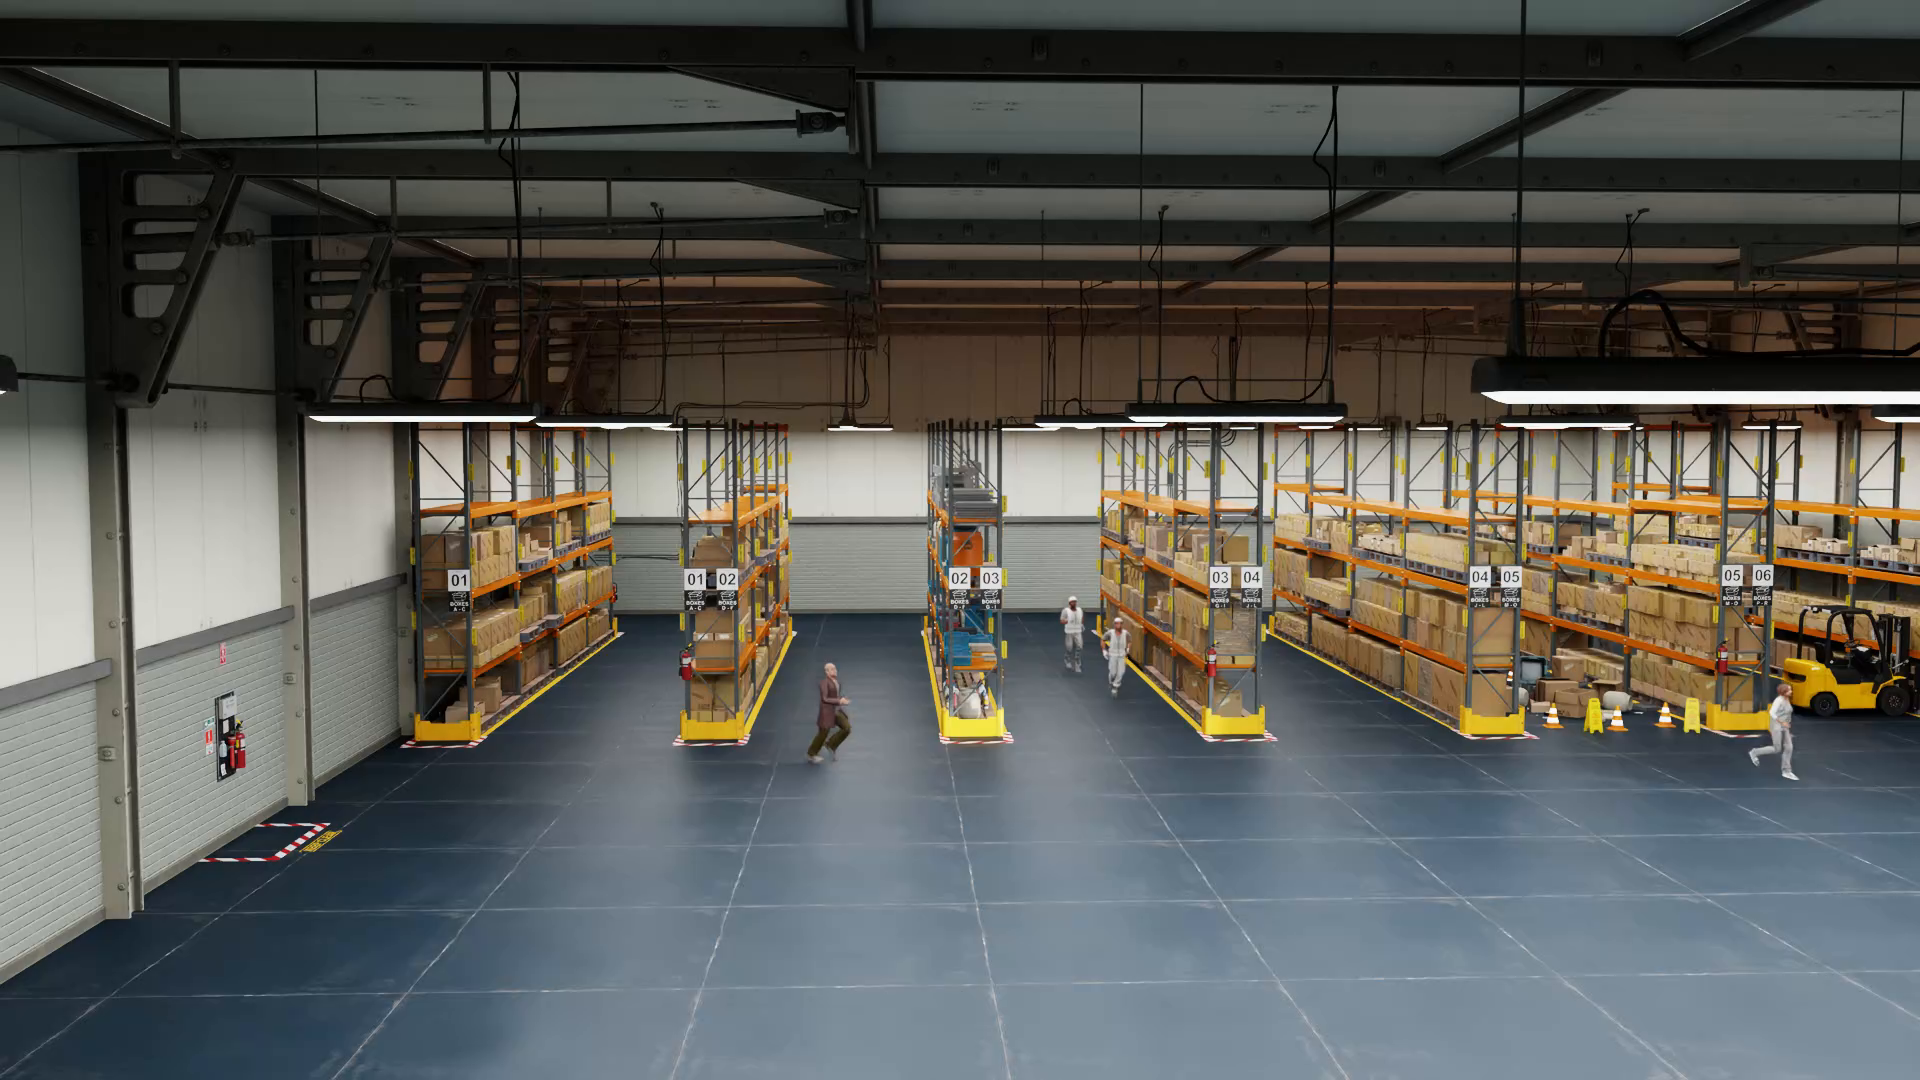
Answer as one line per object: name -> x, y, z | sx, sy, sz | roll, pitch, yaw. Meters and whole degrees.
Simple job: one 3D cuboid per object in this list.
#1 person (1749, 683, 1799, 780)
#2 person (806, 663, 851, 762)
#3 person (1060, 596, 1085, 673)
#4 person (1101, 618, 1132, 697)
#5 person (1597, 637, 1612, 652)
person -> 13.632, 3.168, 27.765 | 0.566, 1.587, 0.818 | -3, 5, -43
person -> -2.234, 2.985, 28.827 | 0.907, 1.736, 0.728 | 2, 4, 30
person -> 2.726, 2.269, 39.983 | 0.654, 1.835, 0.735 | -1, 4, -11
person -> 3.416, 2.545, 36.102 | 0.670, 1.737, 0.582 | 0, 4, -6
person -> 16.811, 2.138, 43.428 | 0.596, 1.636, 0.644 | 0, 4, -7
